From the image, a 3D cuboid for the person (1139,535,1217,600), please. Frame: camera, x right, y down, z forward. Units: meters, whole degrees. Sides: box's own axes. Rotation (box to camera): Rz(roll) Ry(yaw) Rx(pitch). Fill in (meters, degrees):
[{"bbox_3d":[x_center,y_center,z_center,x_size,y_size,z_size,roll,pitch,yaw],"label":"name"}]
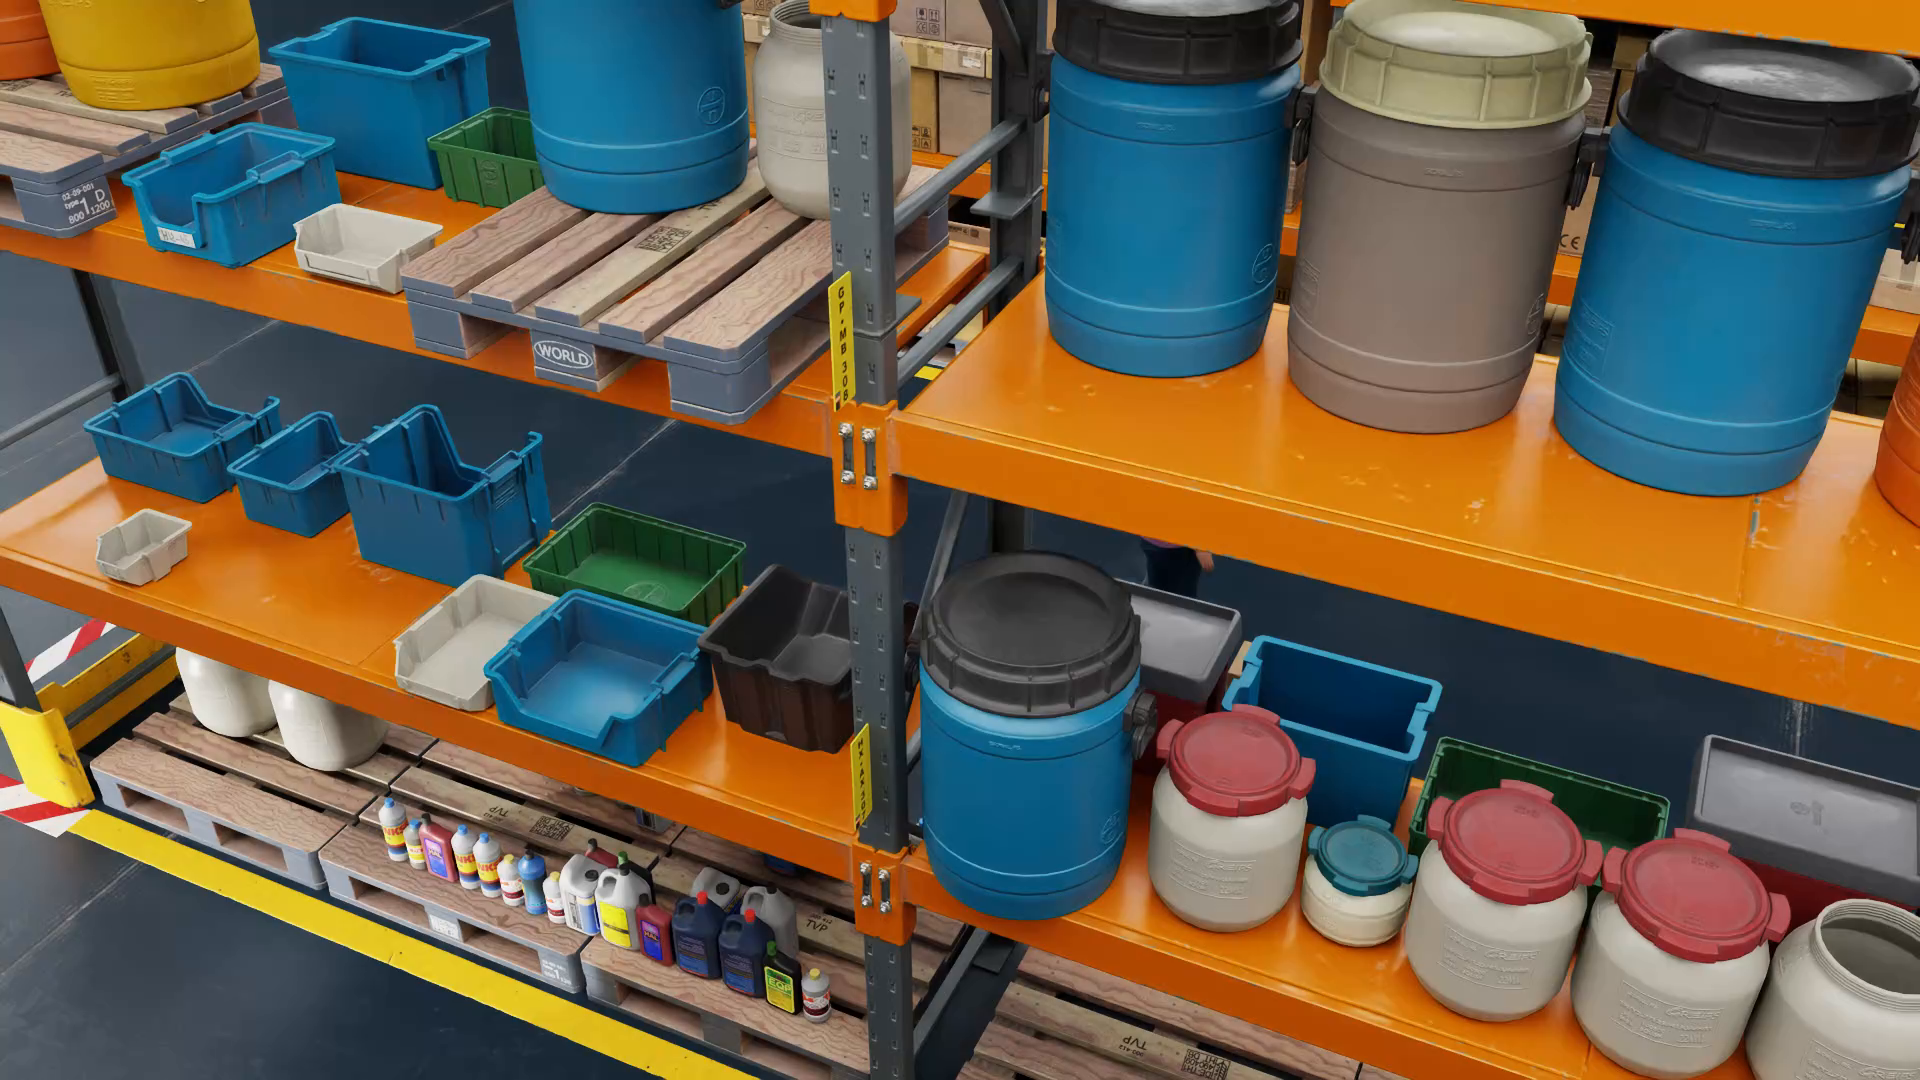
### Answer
[{"bbox_3d":[0.995,-0.078,7.257,0.435,1.579,0.608,7,35,11],"label":"person"}]
